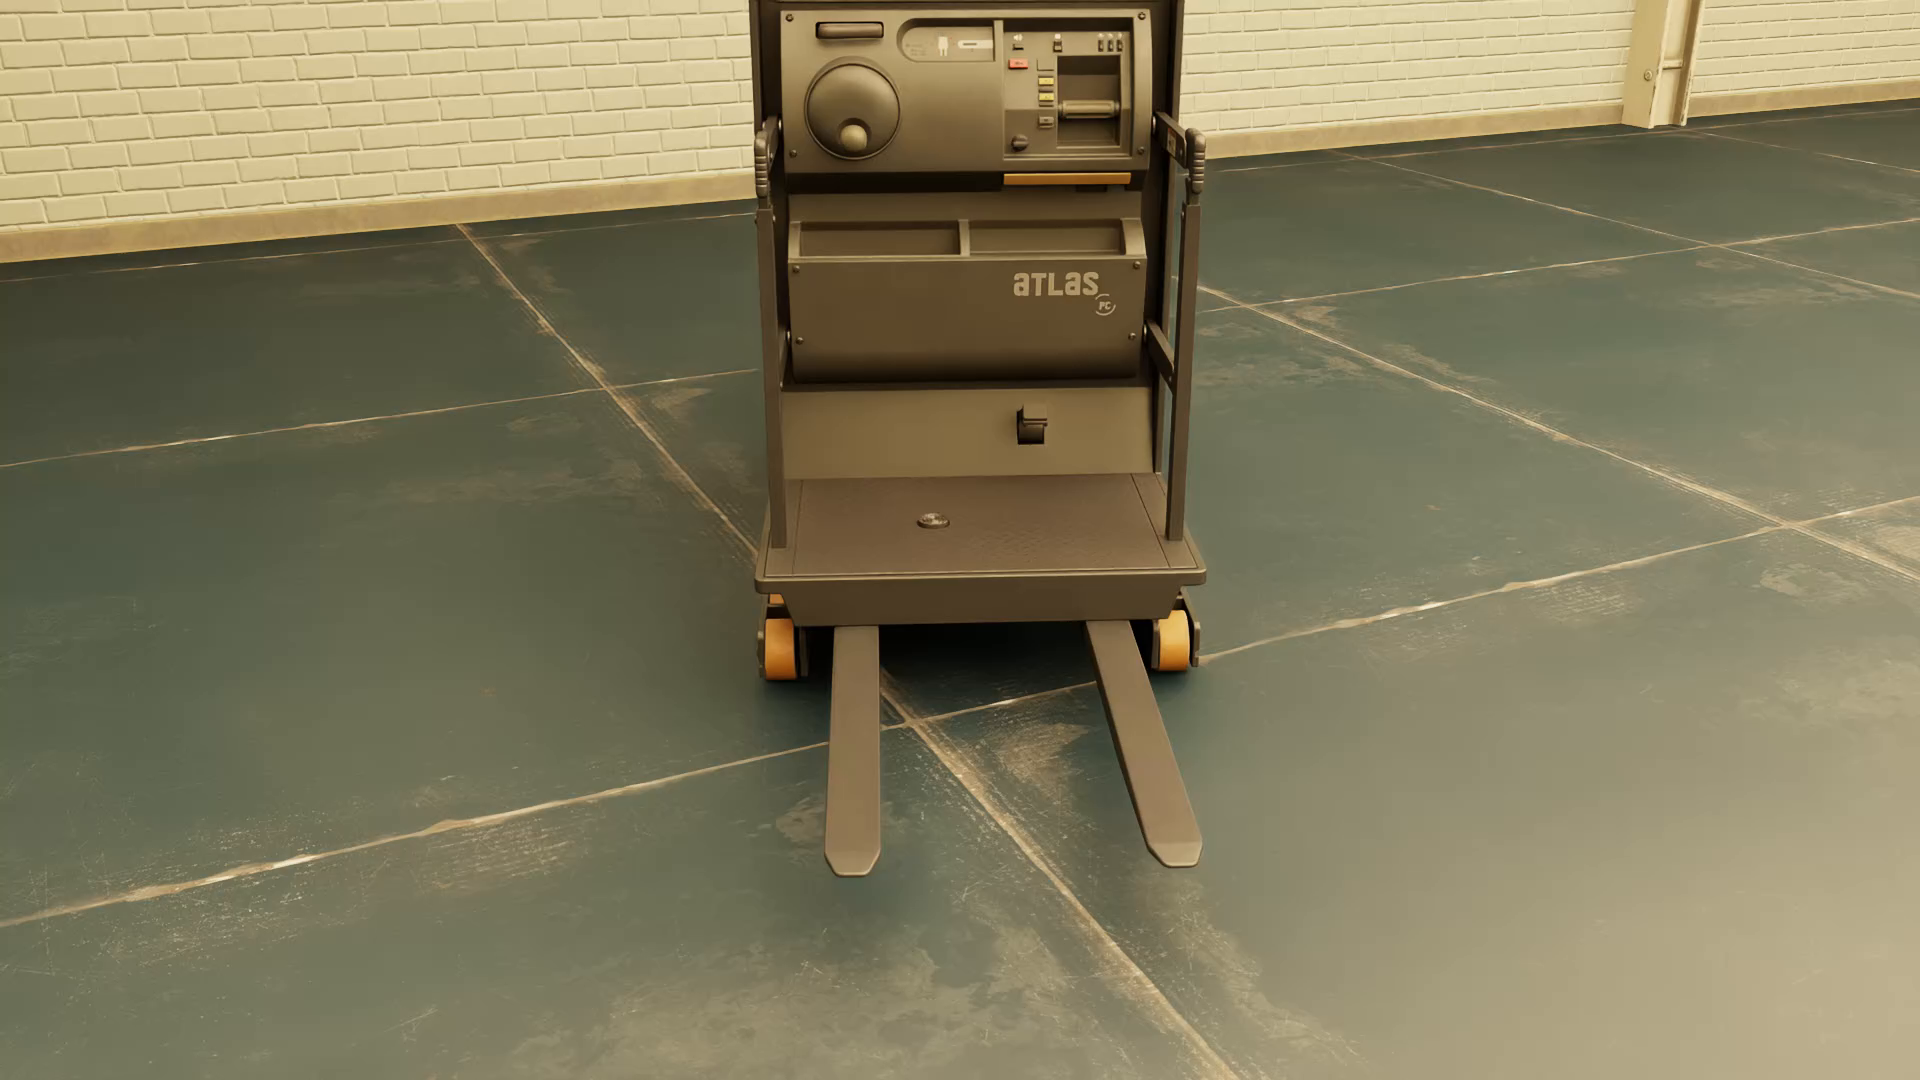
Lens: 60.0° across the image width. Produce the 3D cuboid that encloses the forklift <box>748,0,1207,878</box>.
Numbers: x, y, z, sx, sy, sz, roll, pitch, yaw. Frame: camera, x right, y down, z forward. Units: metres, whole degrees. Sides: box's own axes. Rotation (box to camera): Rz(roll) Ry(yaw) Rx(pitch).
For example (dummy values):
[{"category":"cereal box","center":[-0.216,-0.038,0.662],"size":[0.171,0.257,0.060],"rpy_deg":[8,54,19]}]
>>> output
[{"category":"forklift","center":[0.030,-1.120,3.982],"size":[1.130,2.935,3.031],"rpy_deg":[-1,23,-3]}]
